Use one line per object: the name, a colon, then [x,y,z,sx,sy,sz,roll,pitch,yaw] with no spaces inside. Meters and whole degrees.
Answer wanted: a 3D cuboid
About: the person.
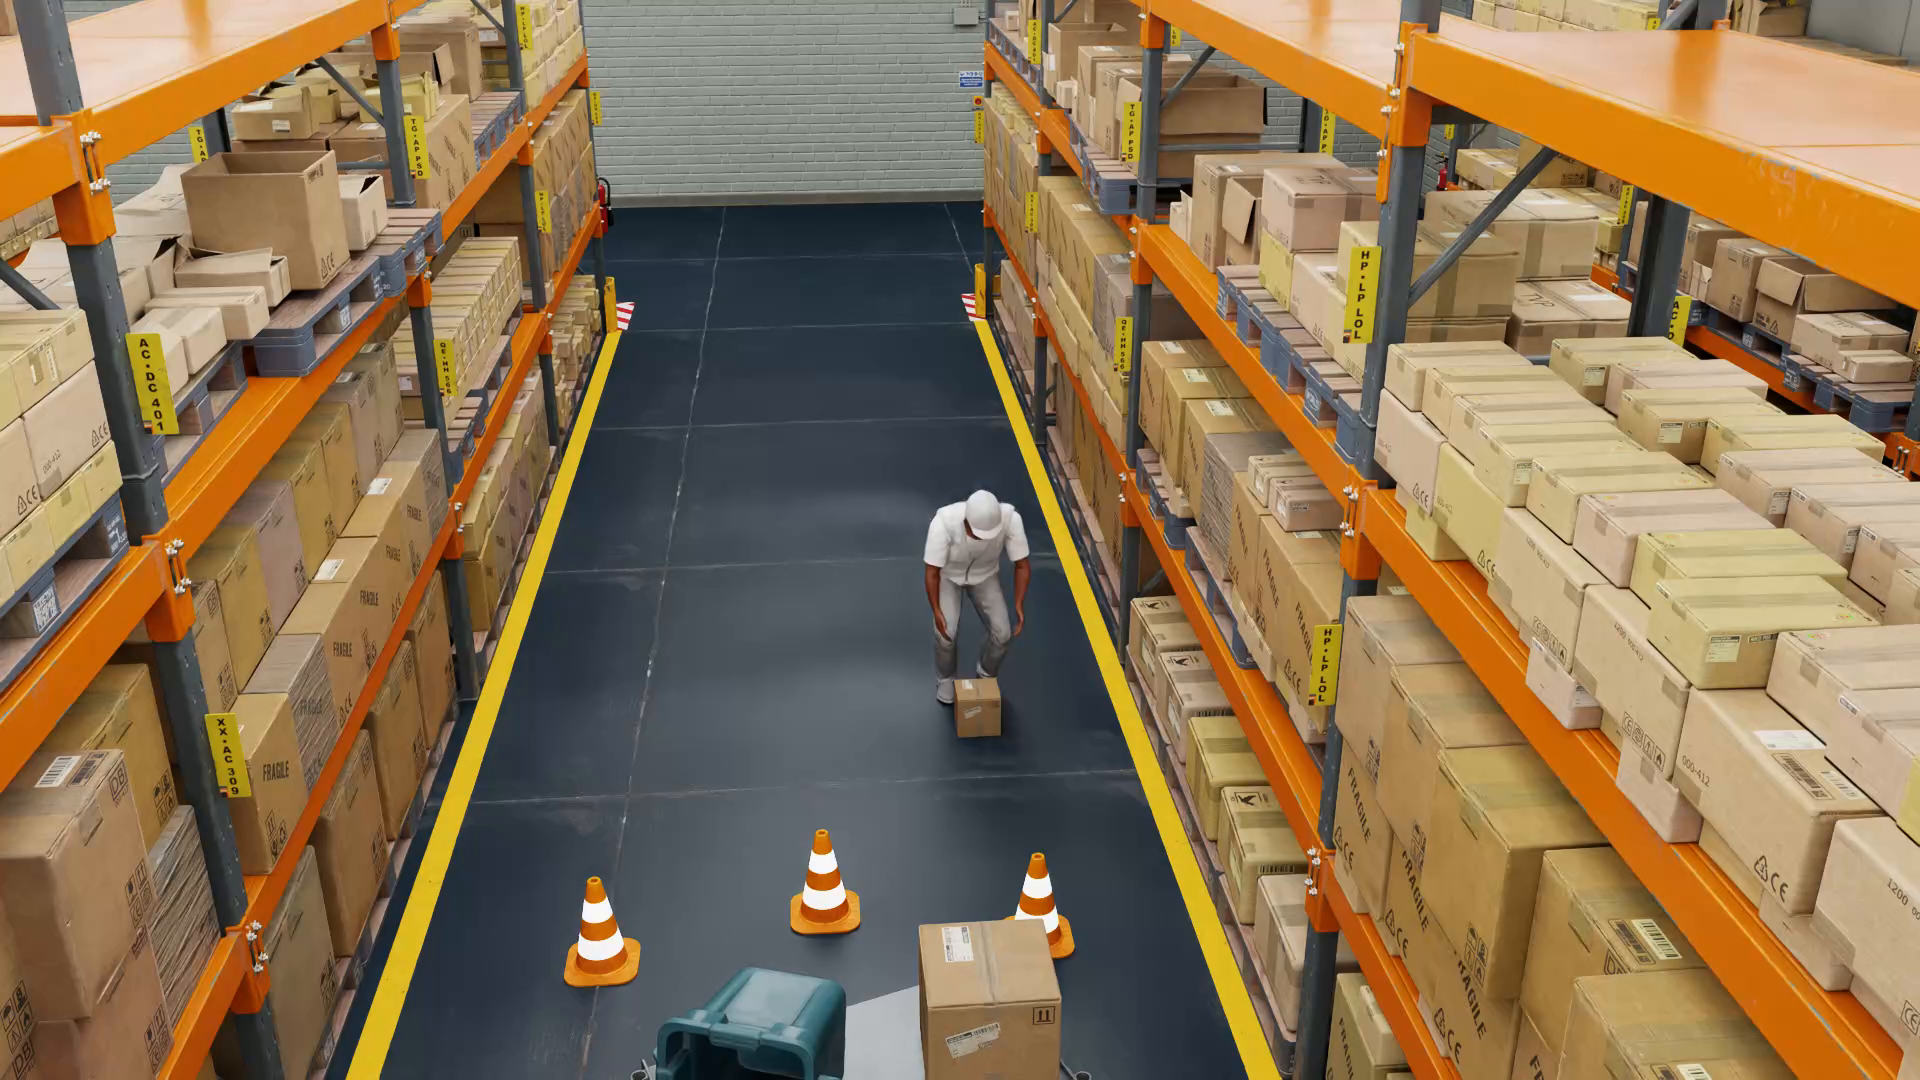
person: [0.091,0.284,9.838,0.631,1.432,0.747,-3,24,-8]
